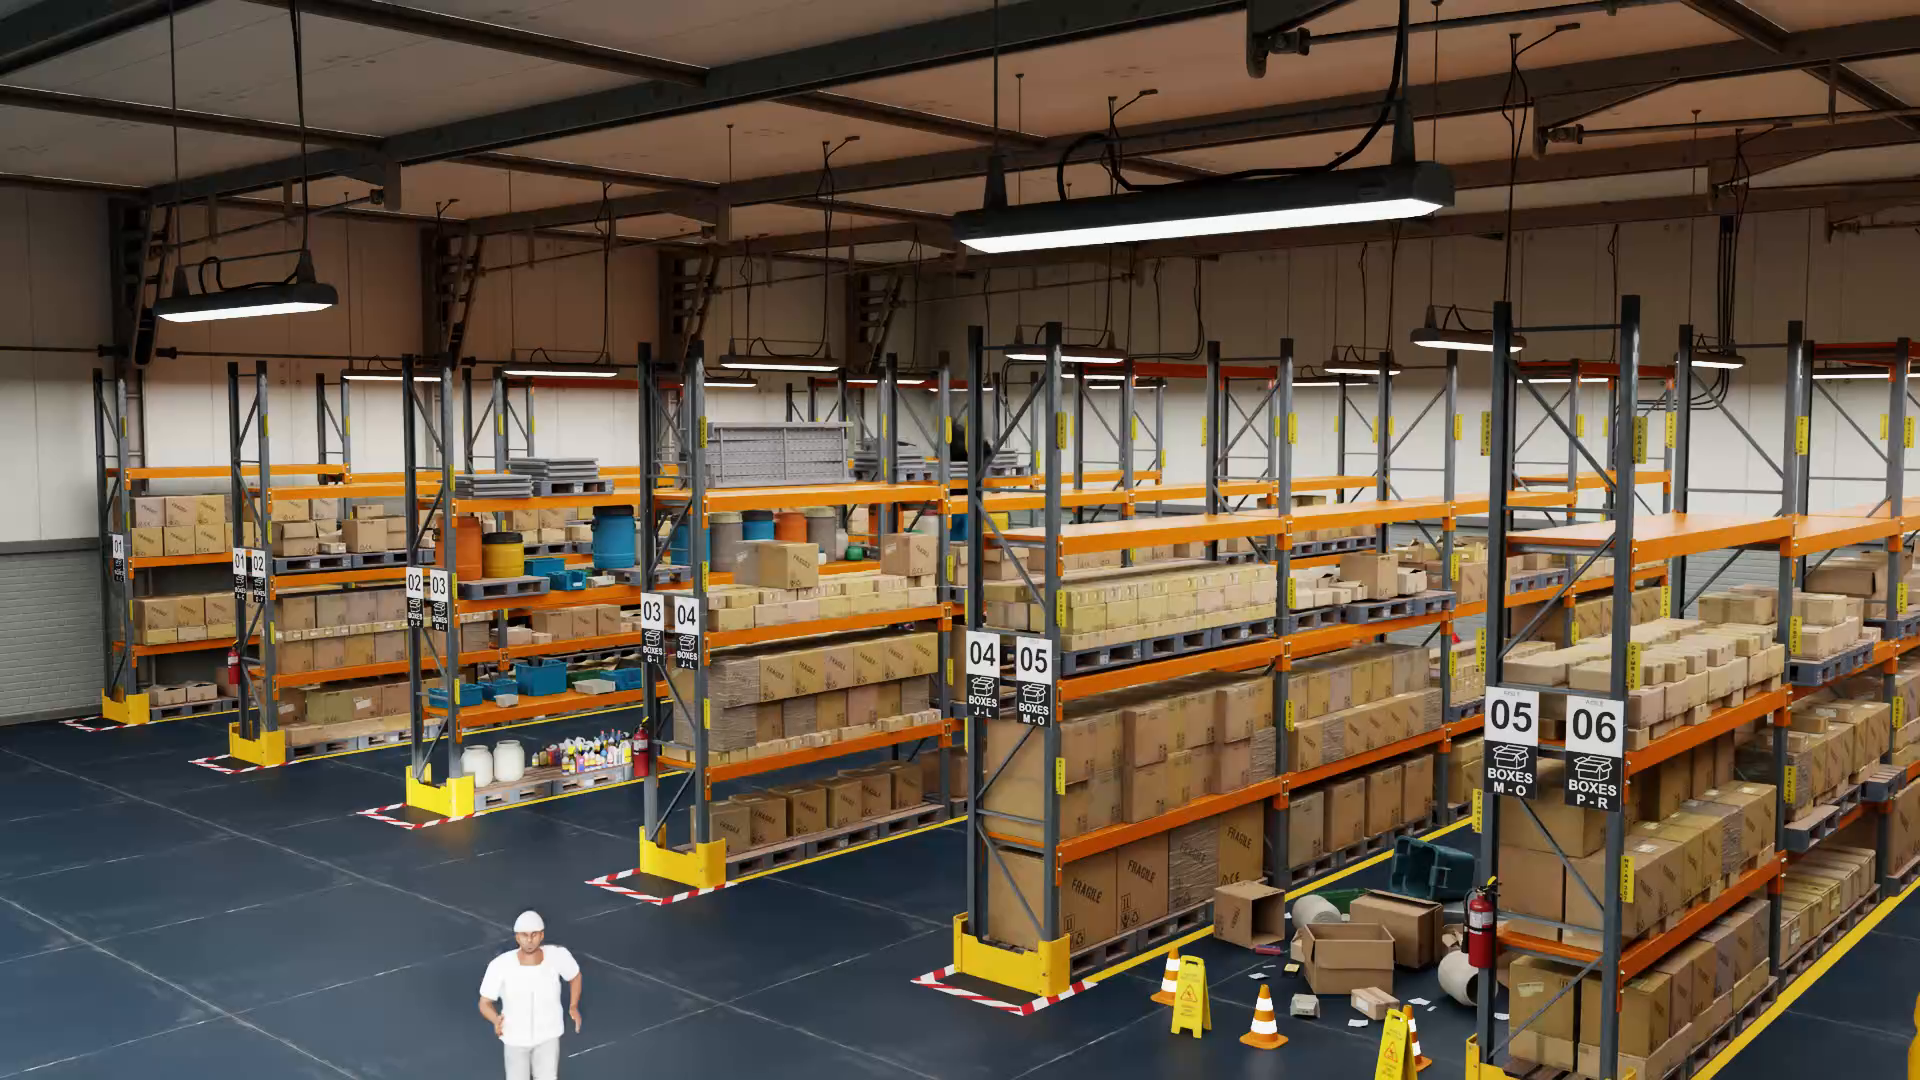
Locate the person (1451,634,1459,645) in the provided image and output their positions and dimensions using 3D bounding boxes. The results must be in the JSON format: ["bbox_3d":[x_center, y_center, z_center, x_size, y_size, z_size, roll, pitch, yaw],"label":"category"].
[{"bbox_3d":[7.898,2.358,26.364,0.688,1.775,0.661,-4,6,-41],"label":"person"}]

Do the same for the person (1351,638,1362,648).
[{"bbox_3d":[6.367,2.375,26.828,0.587,1.680,0.866,3,5,34],"label":"person"}]

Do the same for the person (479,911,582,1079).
[{"bbox_3d":[-2.962,3.434,11.520,0.706,1.753,0.939,-1,4,-16],"label":"person"}]
